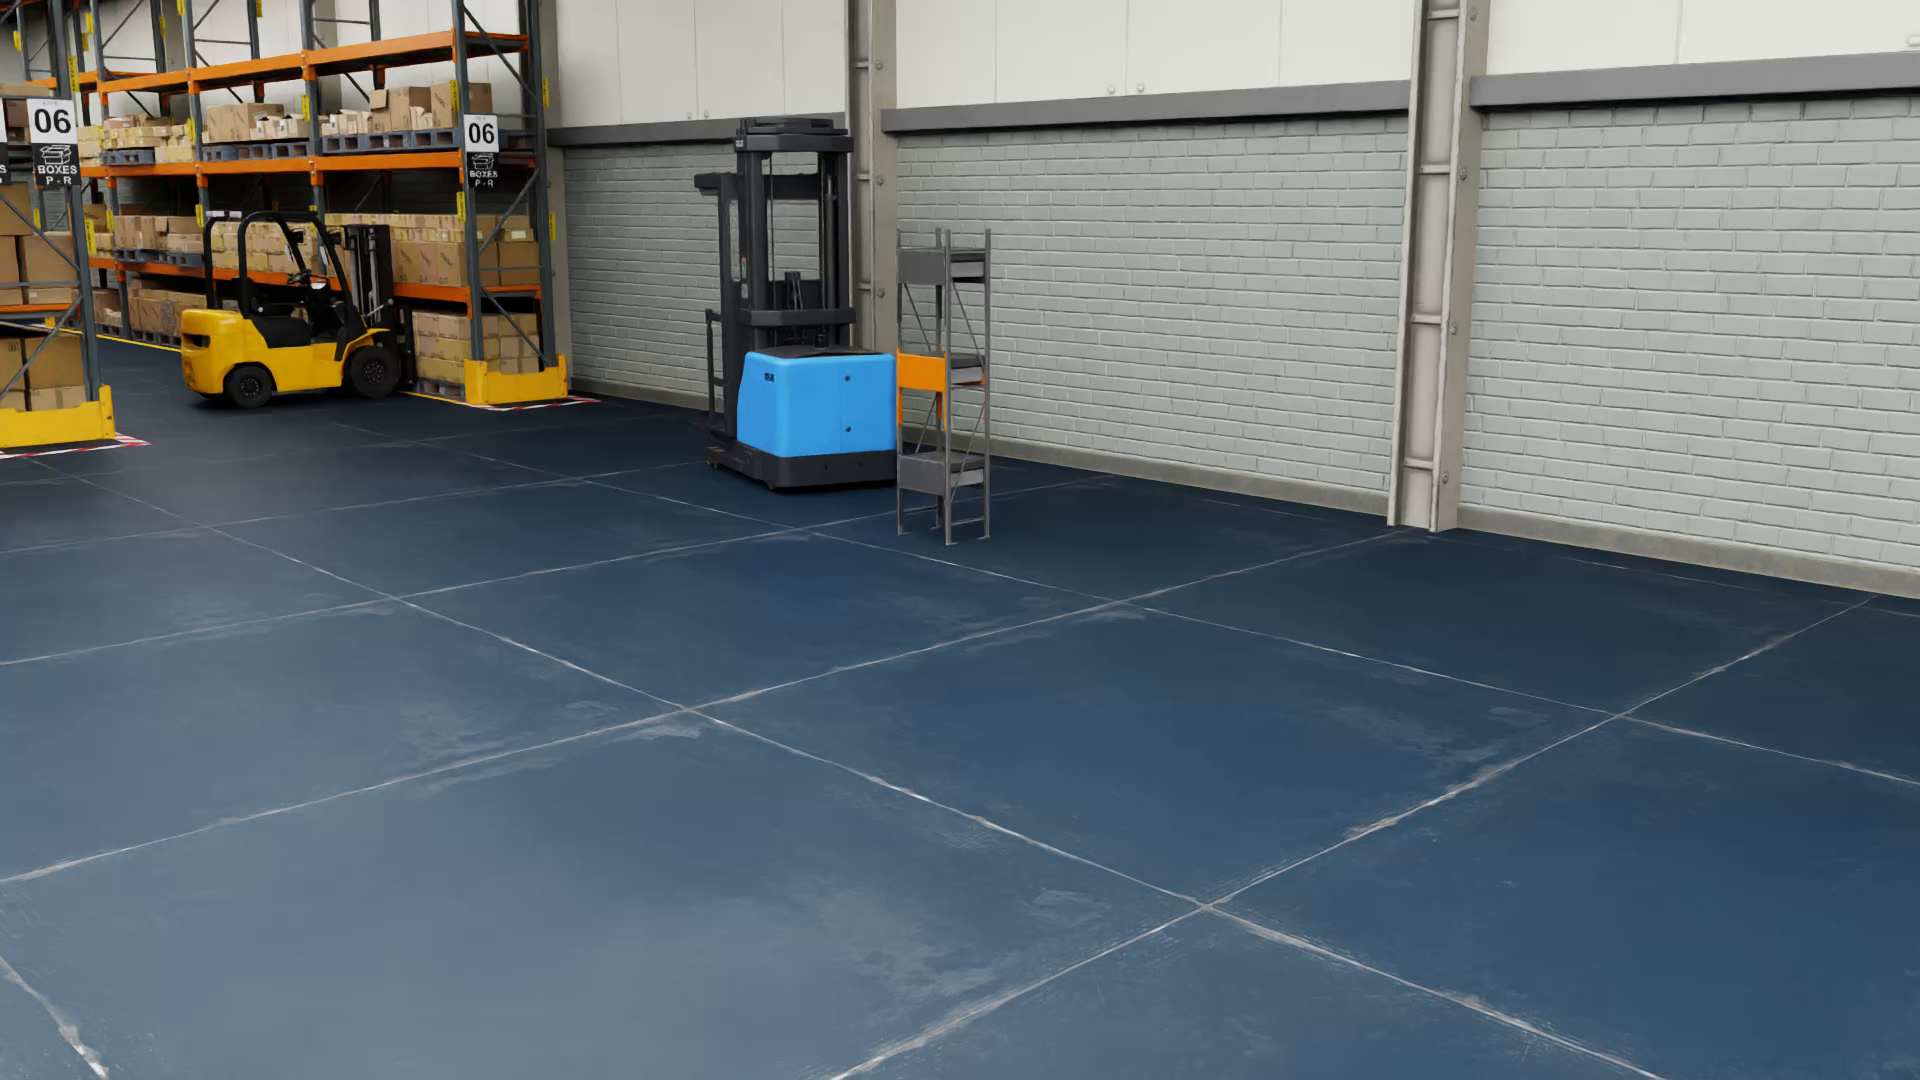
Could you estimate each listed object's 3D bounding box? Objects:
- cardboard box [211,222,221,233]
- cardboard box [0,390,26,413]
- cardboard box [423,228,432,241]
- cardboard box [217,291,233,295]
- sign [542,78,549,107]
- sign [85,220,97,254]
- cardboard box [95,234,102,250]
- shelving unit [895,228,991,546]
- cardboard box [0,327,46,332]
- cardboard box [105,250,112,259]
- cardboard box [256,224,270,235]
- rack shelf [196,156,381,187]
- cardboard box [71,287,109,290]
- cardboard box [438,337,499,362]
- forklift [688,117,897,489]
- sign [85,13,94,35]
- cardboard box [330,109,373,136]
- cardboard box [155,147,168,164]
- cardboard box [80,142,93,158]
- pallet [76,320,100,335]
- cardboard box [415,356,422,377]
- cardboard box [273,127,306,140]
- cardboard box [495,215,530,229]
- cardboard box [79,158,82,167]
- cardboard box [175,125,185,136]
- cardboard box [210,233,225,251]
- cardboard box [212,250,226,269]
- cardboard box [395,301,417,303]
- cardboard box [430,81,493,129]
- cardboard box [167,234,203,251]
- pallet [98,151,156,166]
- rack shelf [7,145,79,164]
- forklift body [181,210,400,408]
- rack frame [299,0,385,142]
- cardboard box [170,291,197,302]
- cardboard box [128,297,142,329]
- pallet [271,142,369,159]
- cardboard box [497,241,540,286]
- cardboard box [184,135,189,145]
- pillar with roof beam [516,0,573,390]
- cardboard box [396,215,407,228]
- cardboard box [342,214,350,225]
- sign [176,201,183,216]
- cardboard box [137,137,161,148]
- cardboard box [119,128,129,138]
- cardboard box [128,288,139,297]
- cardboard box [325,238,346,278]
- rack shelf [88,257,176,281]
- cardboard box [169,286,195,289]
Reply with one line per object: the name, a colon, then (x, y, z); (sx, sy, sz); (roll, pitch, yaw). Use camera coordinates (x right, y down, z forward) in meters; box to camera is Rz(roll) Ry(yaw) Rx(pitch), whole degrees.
cardboard box: (-10.663, -4.543, 24.172); (0.380, 0.149, 0.250); (-10, 15, -41)
cardboard box: (-9.502, -1.347, 16.288); (0.500, 0.250, 0.500); (-11, 16, -43)
cardboard box: (-6.083, -3.592, 19.555); (0.380, 0.149, 0.250); (-11, 16, -43)
cardboard box: (-11.535, -3.834, 26.133); (0.380, 0.149, 0.250); (-11, 16, -44)
sign: (-4.740, -5.108, 18.977); (0.100, 0.325, 0.005); (-11, 16, -43)
sign: (-8.341, -2.903, 15.925); (0.100, 0.325, 0.005); (-11, 16, -43)
cardboard box: (-14.317, -5.031, 28.031); (0.500, 0.250, 0.500); (-11, 16, -42)
shelving unit: (-0.114, -1.053, 11.317); (0.431, 2.100, 0.503); (-11, 16, -43)
cardboard box: (-9.812, -1.940, 17.308); (0.500, 0.500, 0.500); (-10, 16, -41)
cardboard box: (-14.031, -4.771, 27.756); (0.380, 0.149, 0.250); (-10, 16, -41)
cardboard box: (-9.447, -4.276, 22.875); (0.250, 0.149, 0.380); (11, 16, 44)
rack shelf: (-9.289, -5.088, 23.025); (1.077, 0.370, 4.000); (-11, 16, -43)
cardboard box: (-15.841, -4.312, 30.051); (0.637, 0.503, 0.797); (11, 16, 43)
cardboard box: (-5.708, -2.227, 19.323); (0.500, 0.250, 0.500); (-11, 16, -43)
forklift: (-1.605, -2.093, 14.305); (1.130, 2.935, 3.031); (-6, 13, -26)
sign: (-13.838, -8.209, 26.444); (0.100, 0.325, 0.005); (-11, 16, -43)
cardboard box: (-7.510, -5.205, 20.738); (0.500, 0.311, 0.500); (-10, 16, -41)
cardboard box: (-11.894, -5.847, 25.294); (0.500, 0.250, 0.500); (-11, 16, -43)
cardboard box: (-14.313, -6.499, 27.722); (0.500, 0.250, 0.500); (11, 16, 43)
pallet: (-14.753, -3.760, 29.139); (1.003, 0.211, 1.213); (-11, 16, -43)
cardboard box: (-6.374, -2.128, 20.079); (0.500, 0.250, 0.500); (-11, 16, -42)
cardboard box: (-8.887, -5.399, 22.082); (0.380, 0.149, 0.250); (-11, 16, -43)
cardboard box: (-5.223, -3.687, 19.282); (0.380, 0.149, 0.250); (-11, 16, -44)
cardboard box: (-14.749, -6.397, 28.215); (0.380, 0.149, 0.250); (-11, 16, -42)
cardboard box: (-11.447, -6.094, 24.770); (0.250, 0.149, 0.380); (11, 16, 43)
cardboard box: (-10.558, -4.333, 24.140); (0.500, 0.250, 0.500); (-11, 16, -43)
cardboard box: (-10.540, -4.091, 24.208); (0.500, 0.250, 0.500); (-11, 16, -42)
cardboard box: (-7.428, -2.984, 21.755); (0.500, 0.250, 0.500); (-10, 16, -41)
cardboard box: (-5.627, -4.899, 18.789); (0.500, 0.500, 0.500); (-10, 15, -41)
cardboard box: (-11.633, -4.505, 25.173); (0.500, 0.250, 0.500); (11, 16, 42)
pallet: (-13.033, -6.119, 26.713); (1.213, 0.211, 1.003); (-11, 16, -43)
rack shelf: (-10.114, -3.812, 16.832); (1.077, 0.370, 4.000); (-11, 16, -43)
forklift body: (-7.774, -2.703, 19.200); (2.313, 2.155, 1.214); (-11, 16, -43)
rack frame: (-7.908, -6.618, 21.233); (1.000, 3.000, 0.127); (-11, 16, -43)
cardboard box: (-12.090, -3.797, 25.953); (0.250, 0.149, 0.380); (11, 16, 42)
cardboard box: (-13.261, -3.727, 27.221); (0.500, 0.500, 0.500); (-10, 15, -40)
pallet: (-8.526, -5.182, 22.171); (1.217, 0.209, 0.805); (11, 16, 43)
cardboard box: (-5.287, -3.256, 19.534); (0.500, 0.500, 0.500); (-10, 15, -41)
cardboard box: (-11.254, -5.913, 24.630); (0.250, 0.149, 0.380); (11, 16, 44)
pillar with roof beam: (-8.088, -5.662, 16.591); (9.100, 9.000, 0.400); (-11, 16, -43)
cardboard box: (-6.499, -3.804, 19.847); (0.380, 0.149, 0.250); (-10, 16, -41)
cardboard box: (-7.643, -4.081, 21.194); (0.380, 0.149, 0.250); (-11, 16, -42)
sign: (-13.034, -5.492, 27.767); (0.100, 0.325, 0.005); (-11, 16, -43)
cardboard box: (-12.434, -6.128, 25.624); (0.380, 0.149, 0.250); (-10, 16, -41)
cardboard box: (-12.966, -6.383, 26.124); (0.380, 0.149, 0.250); (-11, 16, -43)
cardboard box: (-13.377, -4.057, 27.216); (0.380, 0.149, 0.250); (-10, 15, -40)
cardboard box: (-7.790, -3.628, 21.338); (0.500, 0.500, 0.500); (11, 16, 44)
rack shelf: (-14.814, -4.787, 28.995); (1.077, 0.370, 4.000); (-11, 16, -43)
cardboard box: (-12.784, -4.095, 27.402); (0.380, 0.149, 0.250); (-11, 16, -43)
